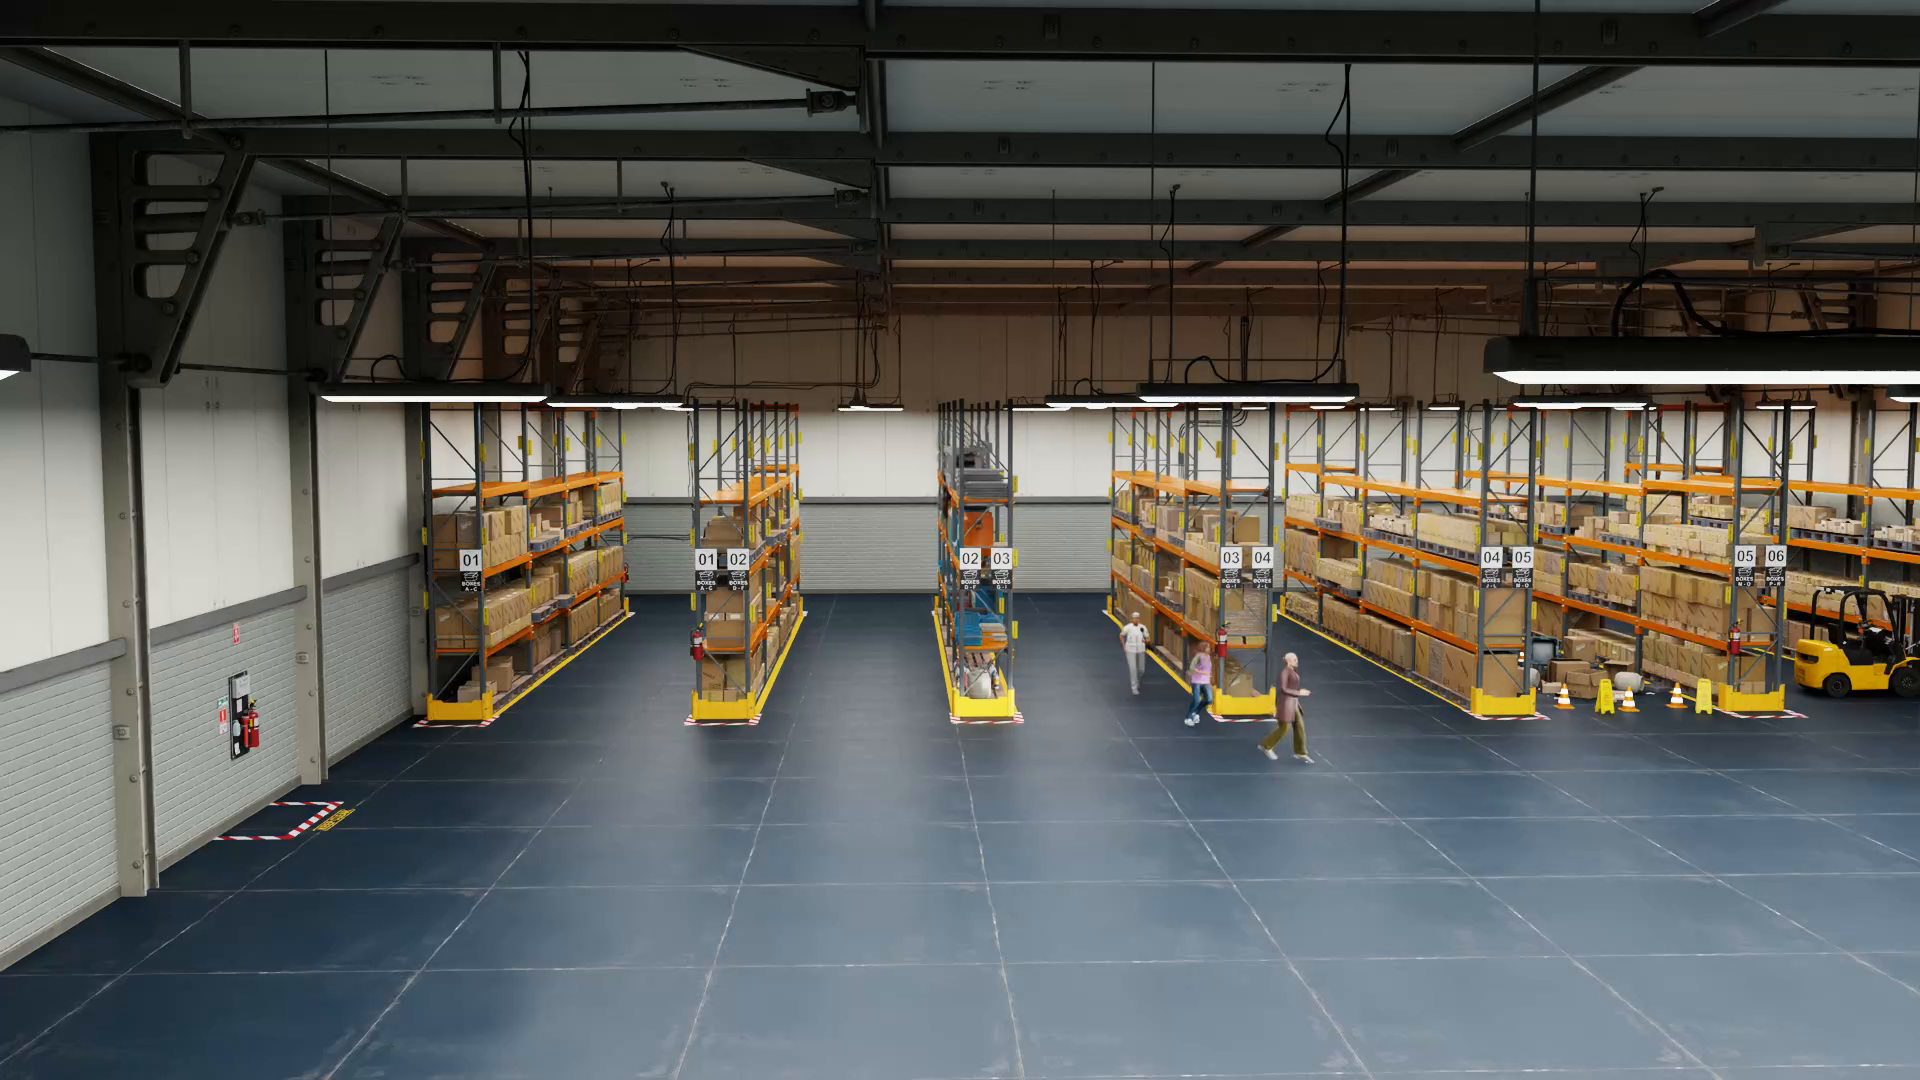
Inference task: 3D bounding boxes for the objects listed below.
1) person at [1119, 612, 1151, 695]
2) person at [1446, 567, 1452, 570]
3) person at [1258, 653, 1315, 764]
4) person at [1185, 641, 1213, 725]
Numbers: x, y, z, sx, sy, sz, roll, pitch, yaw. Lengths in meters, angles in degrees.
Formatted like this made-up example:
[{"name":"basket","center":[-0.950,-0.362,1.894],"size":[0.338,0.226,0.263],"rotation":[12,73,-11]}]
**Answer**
[{"name":"person","center":[3.600,2.298,34.097],"size":[0.615,1.643,0.899],"rotation":[0,4,-7]},{"name":"person","center":[14.565,1.121,49.323],"size":[0.913,1.643,0.658],"rotation":[1,4,12]},{"name":"person","center":[5.373,2.757,27.314],"size":[0.922,1.828,0.737],"rotation":[2,5,28]},{"name":"person","center":[4.475,2.631,30.588],"size":[0.543,1.532,0.540],"rotation":[-3,5,-33]}]
